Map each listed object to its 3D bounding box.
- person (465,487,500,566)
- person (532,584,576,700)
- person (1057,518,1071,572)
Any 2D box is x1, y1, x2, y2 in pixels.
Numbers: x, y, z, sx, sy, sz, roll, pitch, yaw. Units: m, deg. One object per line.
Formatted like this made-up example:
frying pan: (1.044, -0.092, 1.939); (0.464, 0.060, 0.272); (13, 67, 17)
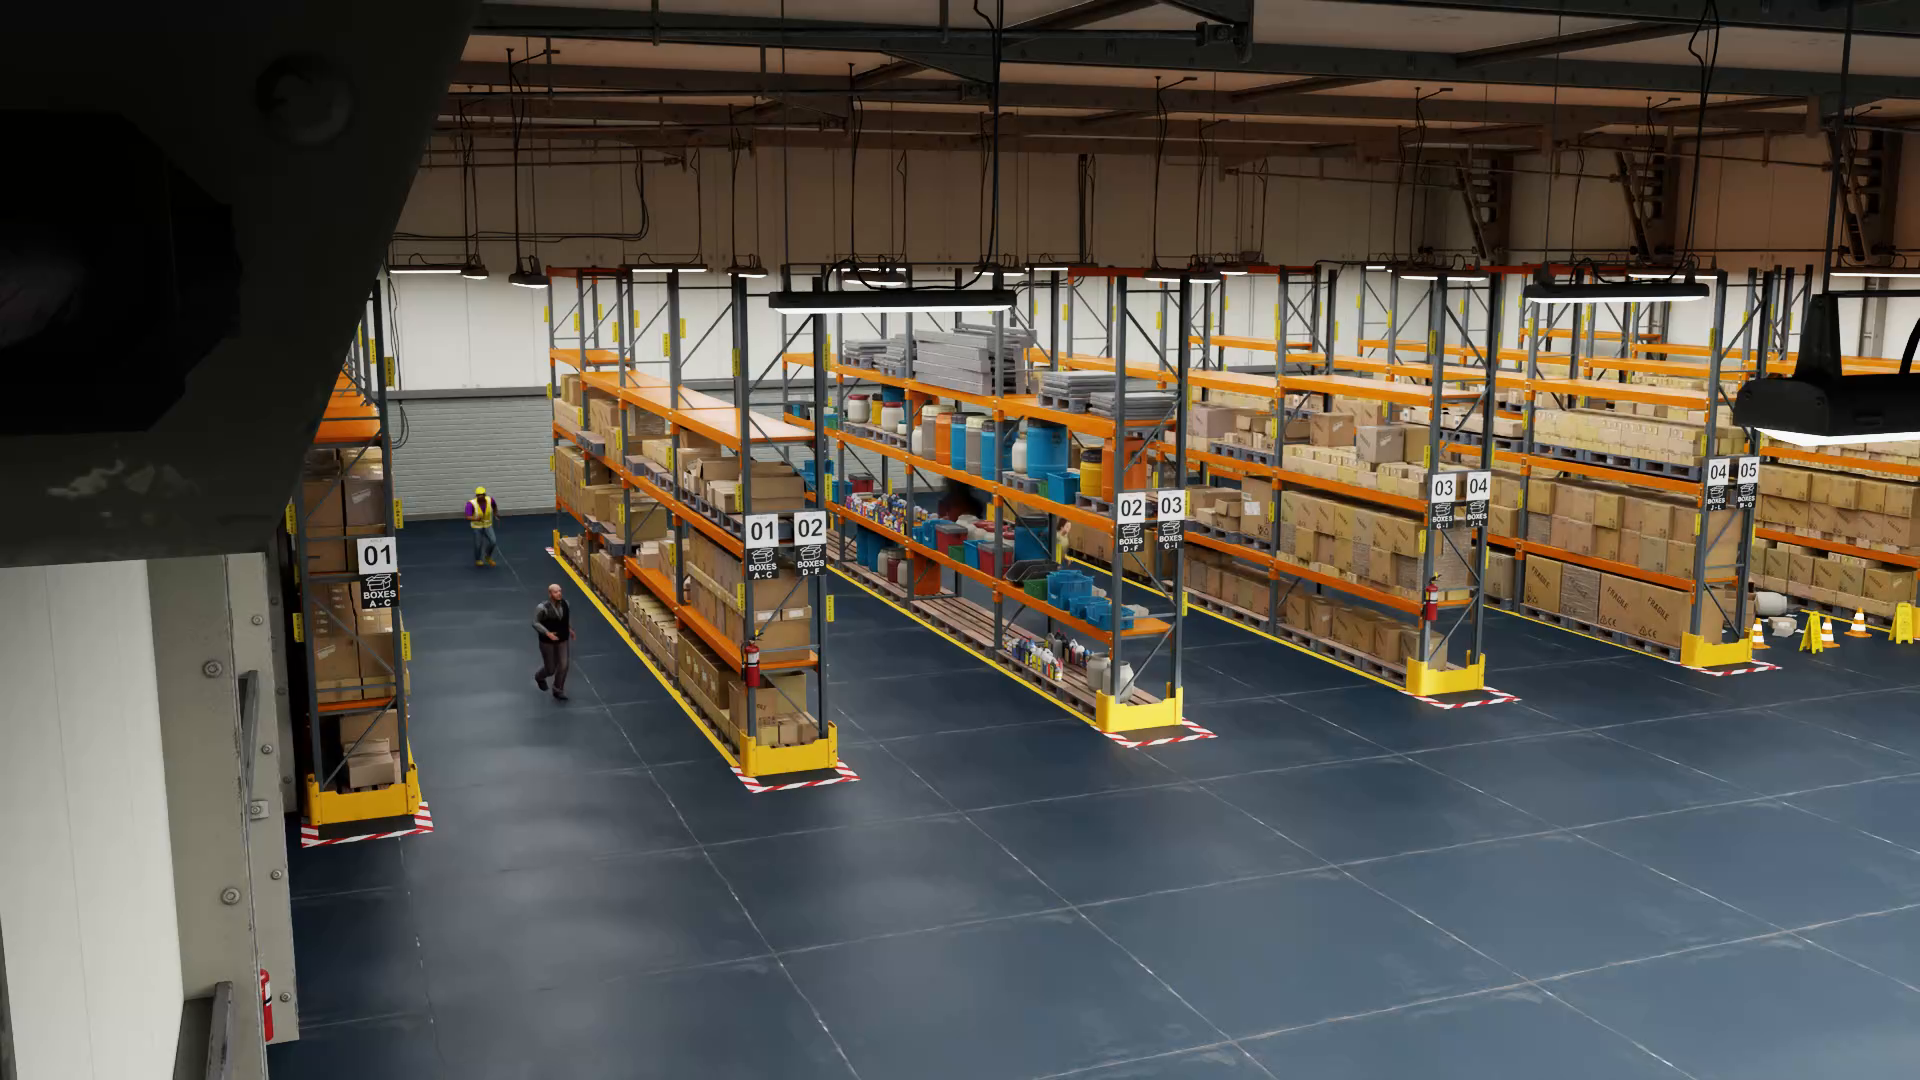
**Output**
person: (-9.566, -0.274, 33.366); (0.729, 1.652, 0.905); (-6, 11, -30)
person: (-5.819, 1.430, 23.701); (0.654, 1.673, 0.757); (-8, 13, -39)
person: (1.553, 0.408, 28.091); (0.746, 1.636, 0.587); (5, 11, 28)
